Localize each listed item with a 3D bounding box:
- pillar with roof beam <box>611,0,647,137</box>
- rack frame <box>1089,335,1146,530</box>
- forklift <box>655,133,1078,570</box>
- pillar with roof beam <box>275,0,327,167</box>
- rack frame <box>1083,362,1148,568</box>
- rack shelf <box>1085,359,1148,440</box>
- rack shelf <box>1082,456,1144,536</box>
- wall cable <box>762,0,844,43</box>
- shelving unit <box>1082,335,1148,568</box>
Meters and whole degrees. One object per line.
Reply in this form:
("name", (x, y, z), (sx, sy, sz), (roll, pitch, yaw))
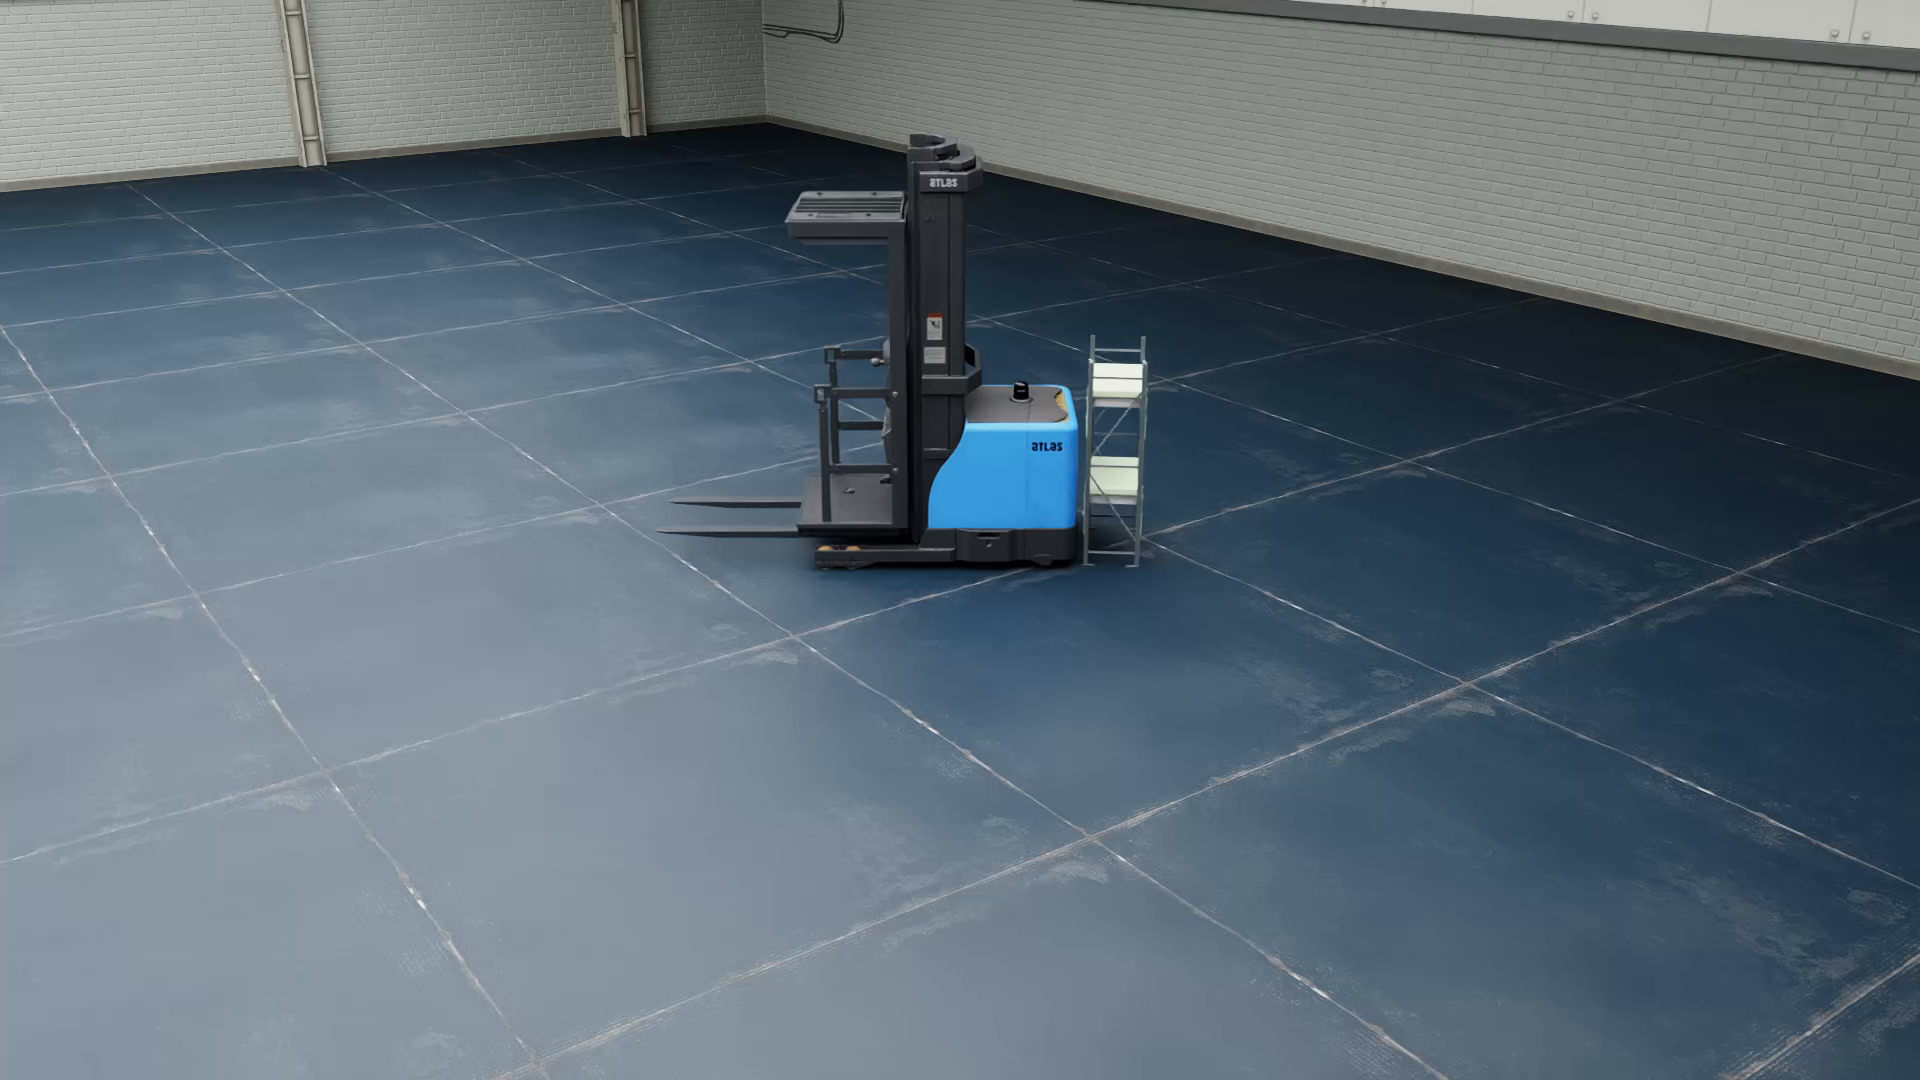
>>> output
("pillar with roof beam", (-3.714, -10.619, 26.866), (0.400, 9.000, 9.100), (-15, 26, -33))
("rack frame", (1.147, -0.780, 12.328), (0.400, 1.500, 0.023), (2, 22, 5))
("forklift", (-0.679, -1.344, 11.810), (3.031, 2.935, 1.130), (0, 22, 0))
("pillar with roof beam", (-8.585, -9.320, 23.611), (0.400, 9.000, 9.100), (-15, 26, -33))
("rack frame", (1.082, -0.510, 11.651), (0.400, 1.500, 0.023), (2, 22, 5))
("rack shelf", (1.115, -1.007, 11.845), (0.431, 0.370, 0.720), (2, 22, 5))
("rack shelf", (1.115, -0.342, 12.110), (0.431, 0.370, 0.720), (2, 22, 5))
("wall cable", (-3.065, -10.712, 31.288), (0.112, 2.526, 3.097), (-15, 26, -33))
("shelving unit", (1.115, -0.645, 11.989), (0.431, 1.500, 0.755), (2, 22, 5))
